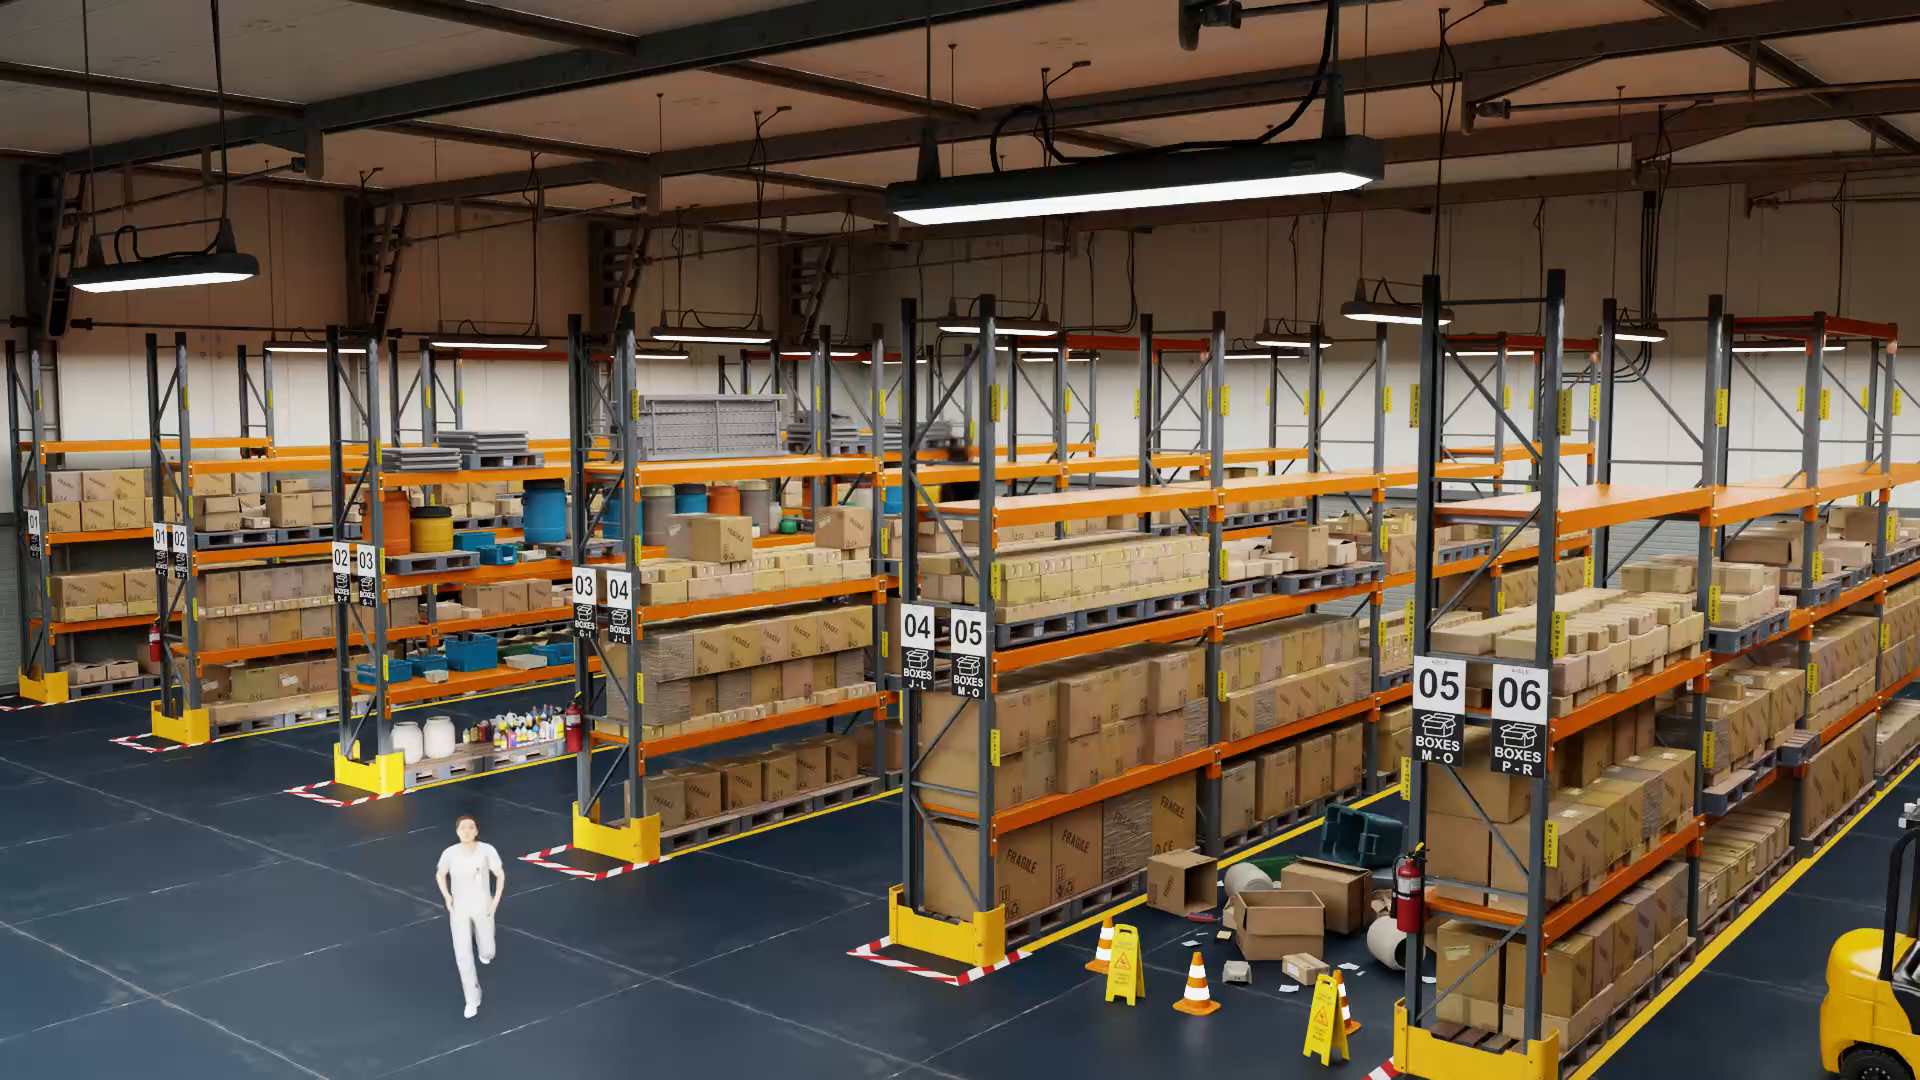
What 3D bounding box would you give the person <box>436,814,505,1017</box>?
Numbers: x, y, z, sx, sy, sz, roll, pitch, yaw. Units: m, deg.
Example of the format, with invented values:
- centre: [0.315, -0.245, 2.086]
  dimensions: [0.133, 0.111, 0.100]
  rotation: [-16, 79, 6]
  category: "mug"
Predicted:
- centre: [-4.137, 3.114, 14.077]
  dimensions: [0.560, 1.630, 0.825]
  rotation: [-2, 5, -17]
  category: "person"
